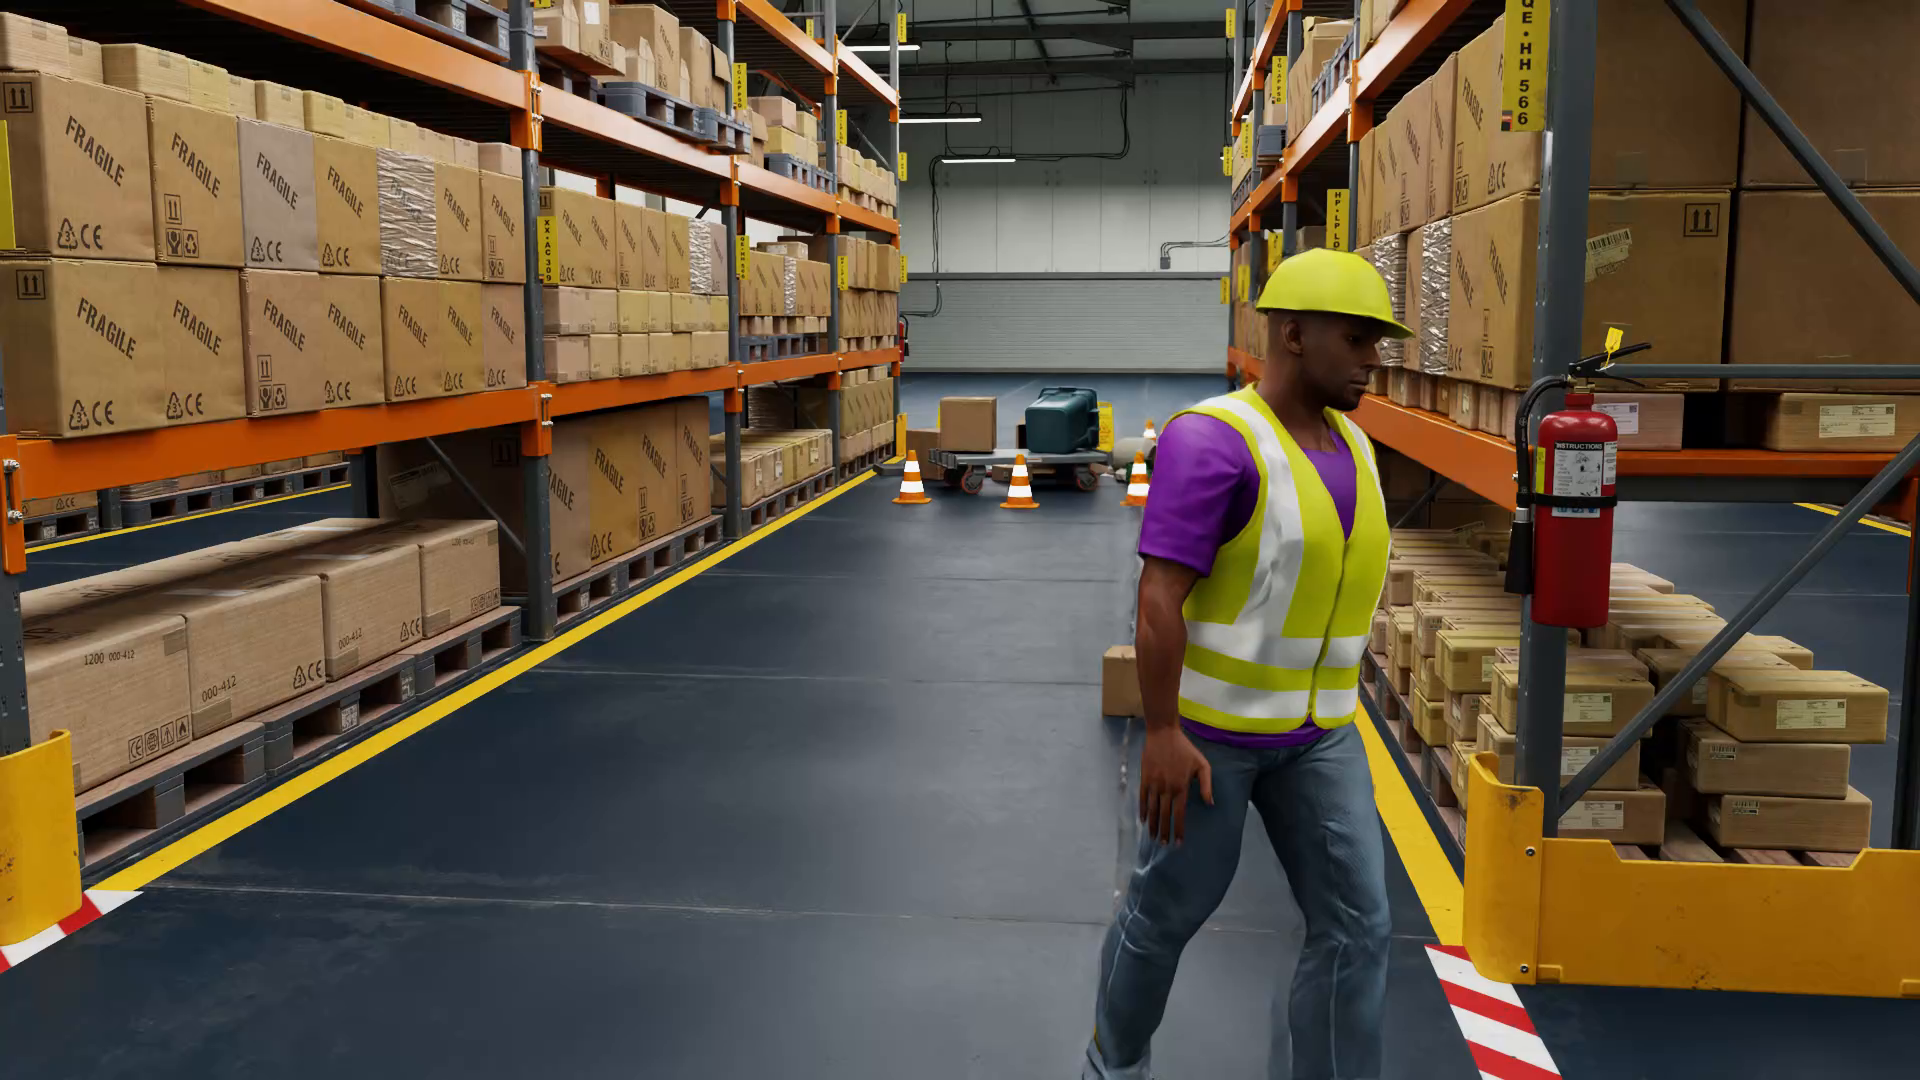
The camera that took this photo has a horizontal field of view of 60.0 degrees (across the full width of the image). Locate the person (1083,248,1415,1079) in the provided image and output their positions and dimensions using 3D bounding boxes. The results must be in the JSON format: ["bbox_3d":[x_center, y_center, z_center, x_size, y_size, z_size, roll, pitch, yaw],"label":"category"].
[{"bbox_3d":[0.565,0.380,3.057,0.663,1.815,0.773,-5,9,-31],"label":"person"}]
